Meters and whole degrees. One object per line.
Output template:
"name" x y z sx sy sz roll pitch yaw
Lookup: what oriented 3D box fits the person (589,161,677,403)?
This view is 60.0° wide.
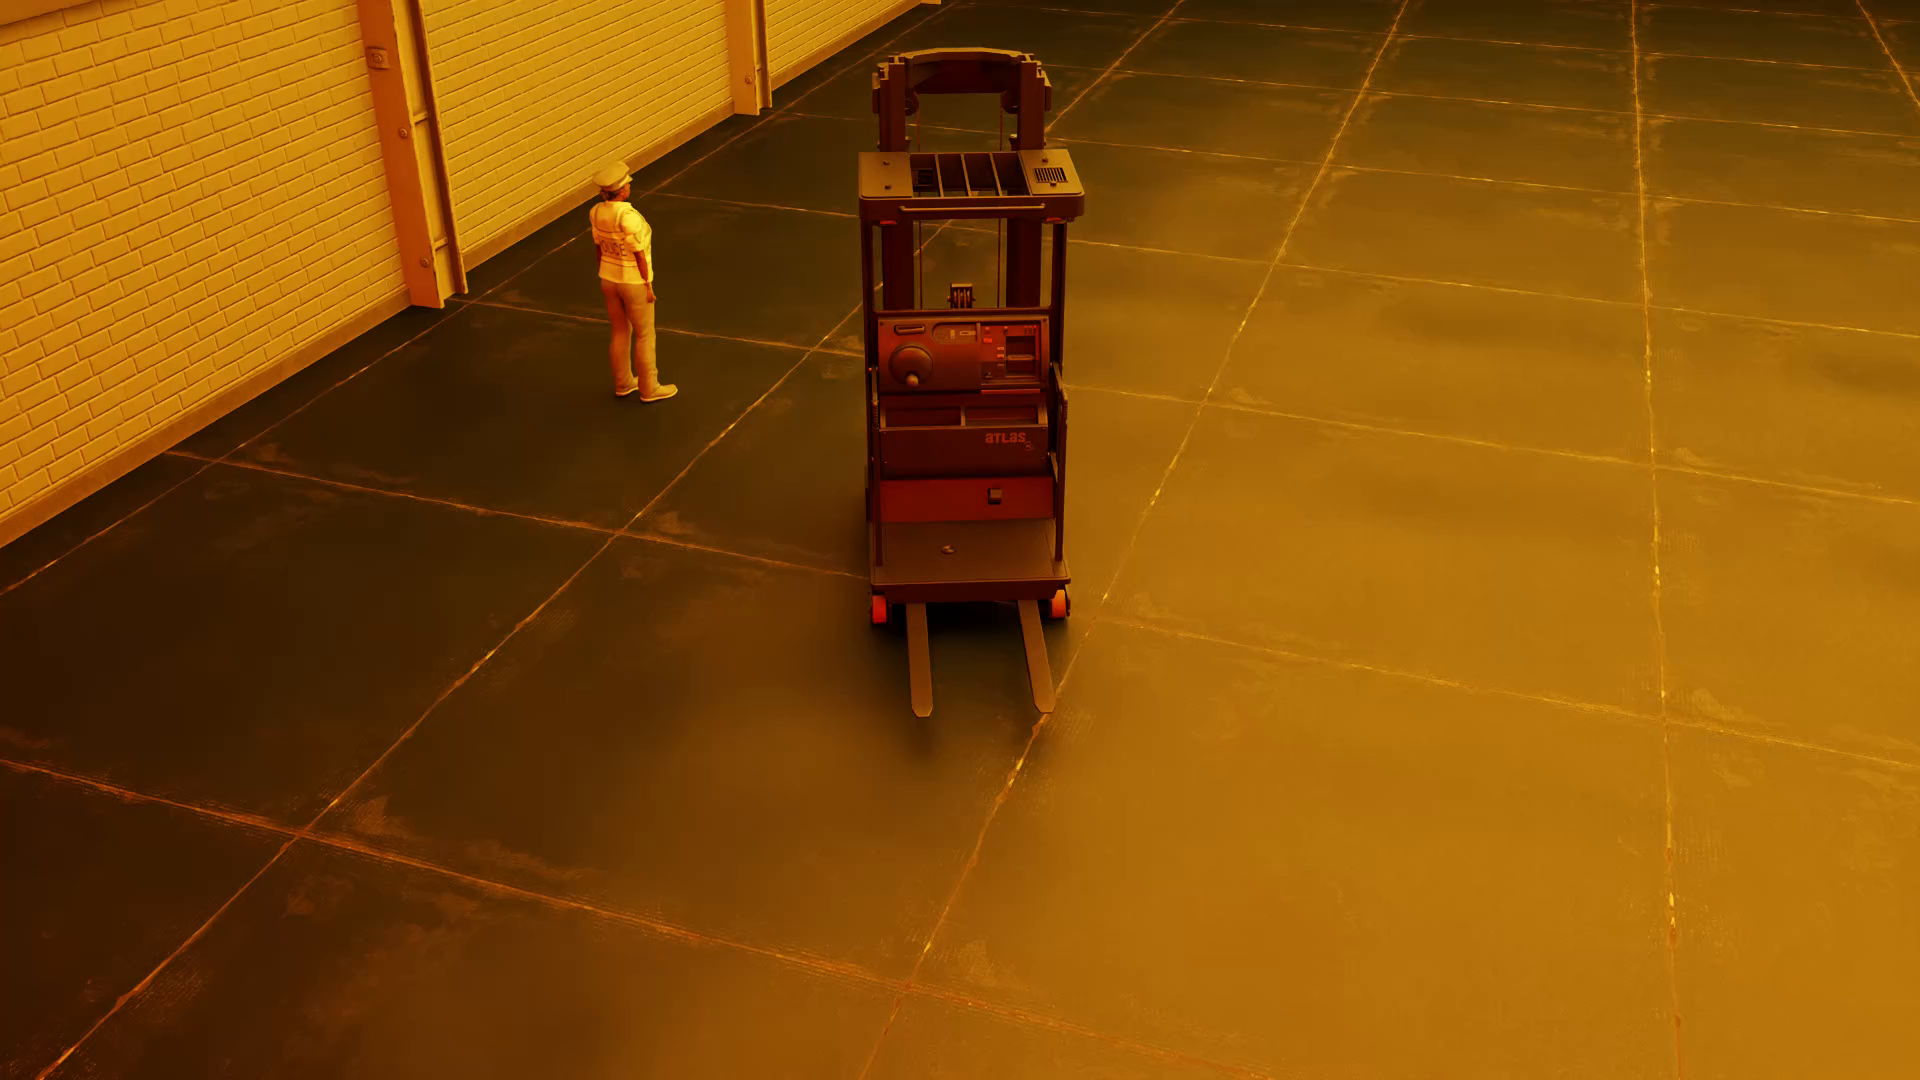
"person" -2.289 -1.782 11.518 0.450 1.694 0.352 18 34 28

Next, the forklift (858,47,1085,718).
"forklift" 0.035 -0.972 8.842 1.130 2.935 3.031 -2 30 -3
